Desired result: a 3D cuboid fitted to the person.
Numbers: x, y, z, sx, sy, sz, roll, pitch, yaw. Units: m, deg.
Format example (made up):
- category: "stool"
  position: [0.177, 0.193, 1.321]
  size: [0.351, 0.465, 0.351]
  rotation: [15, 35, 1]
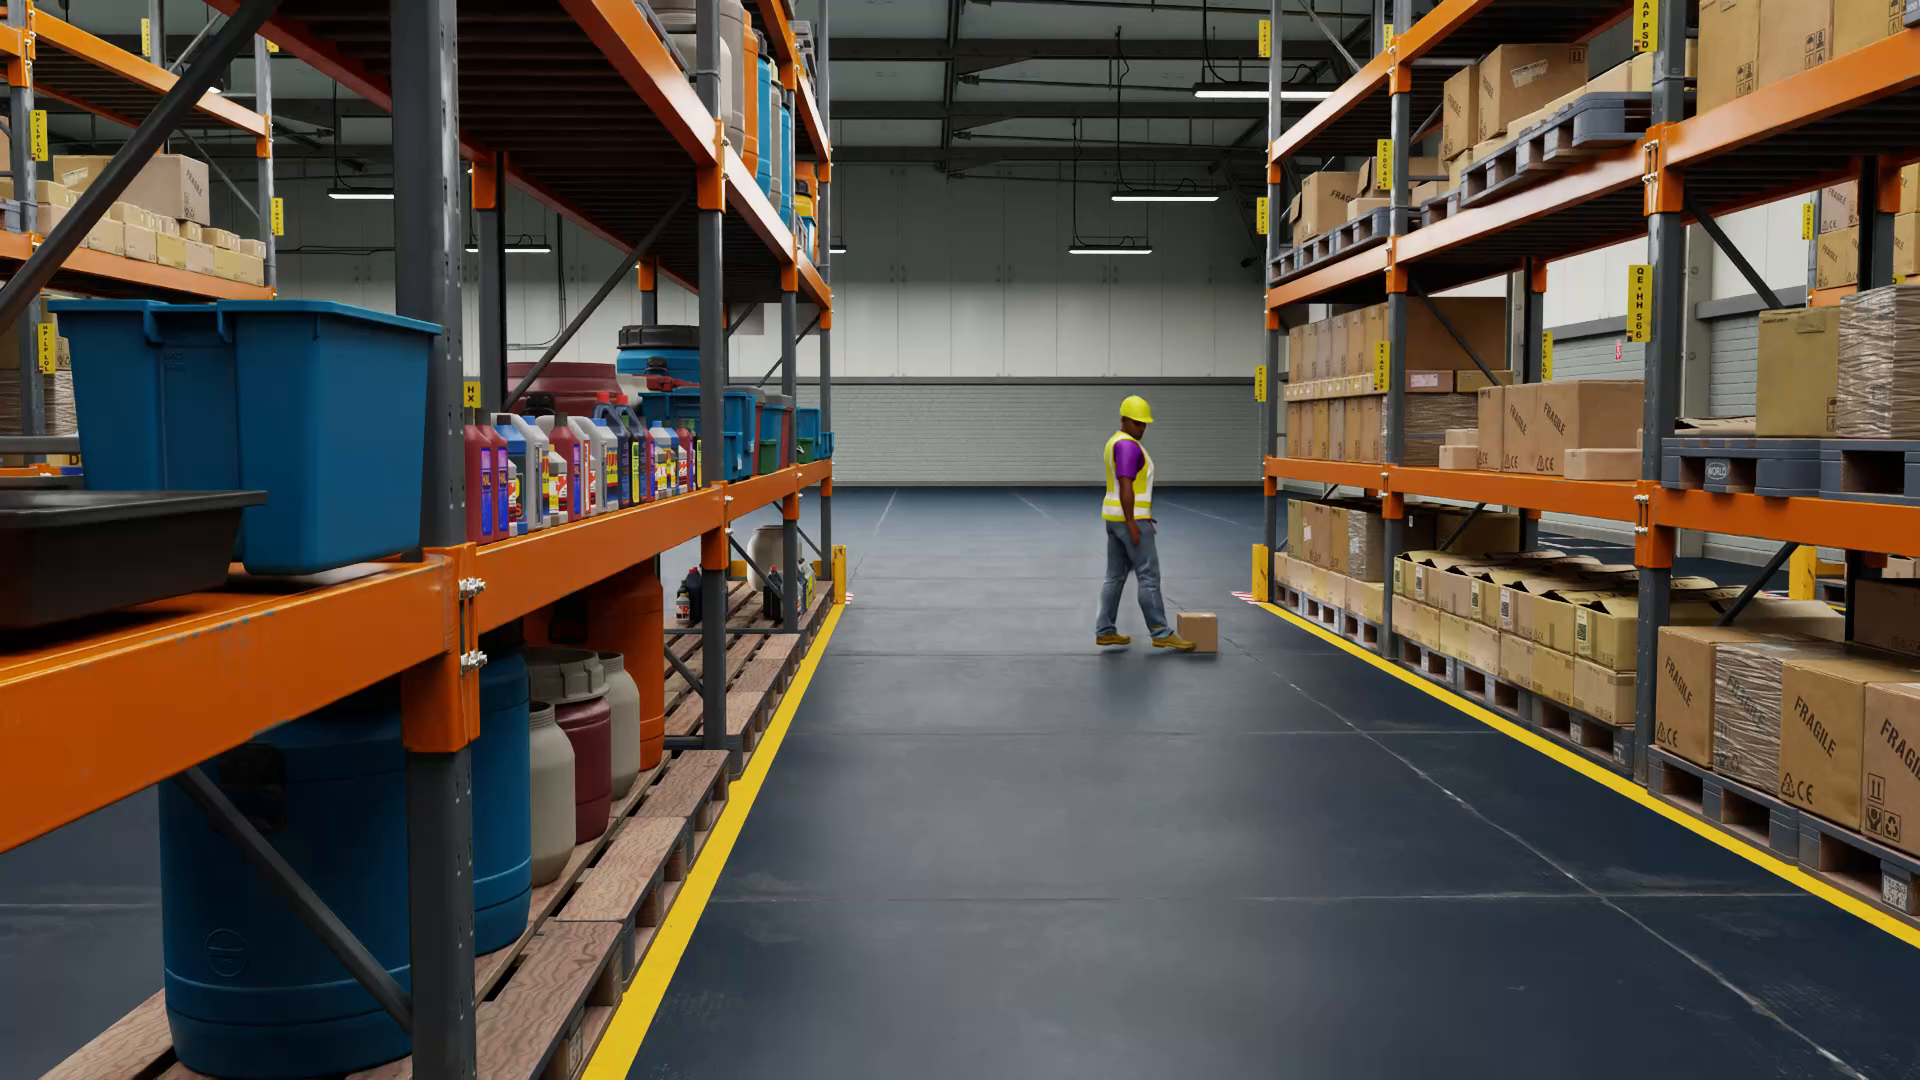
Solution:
- category: "person"
  position: [1.281, -0.132, 11.708]
  size: [0.668, 1.756, 0.630]
  rotation: [-1, 4, -11]
